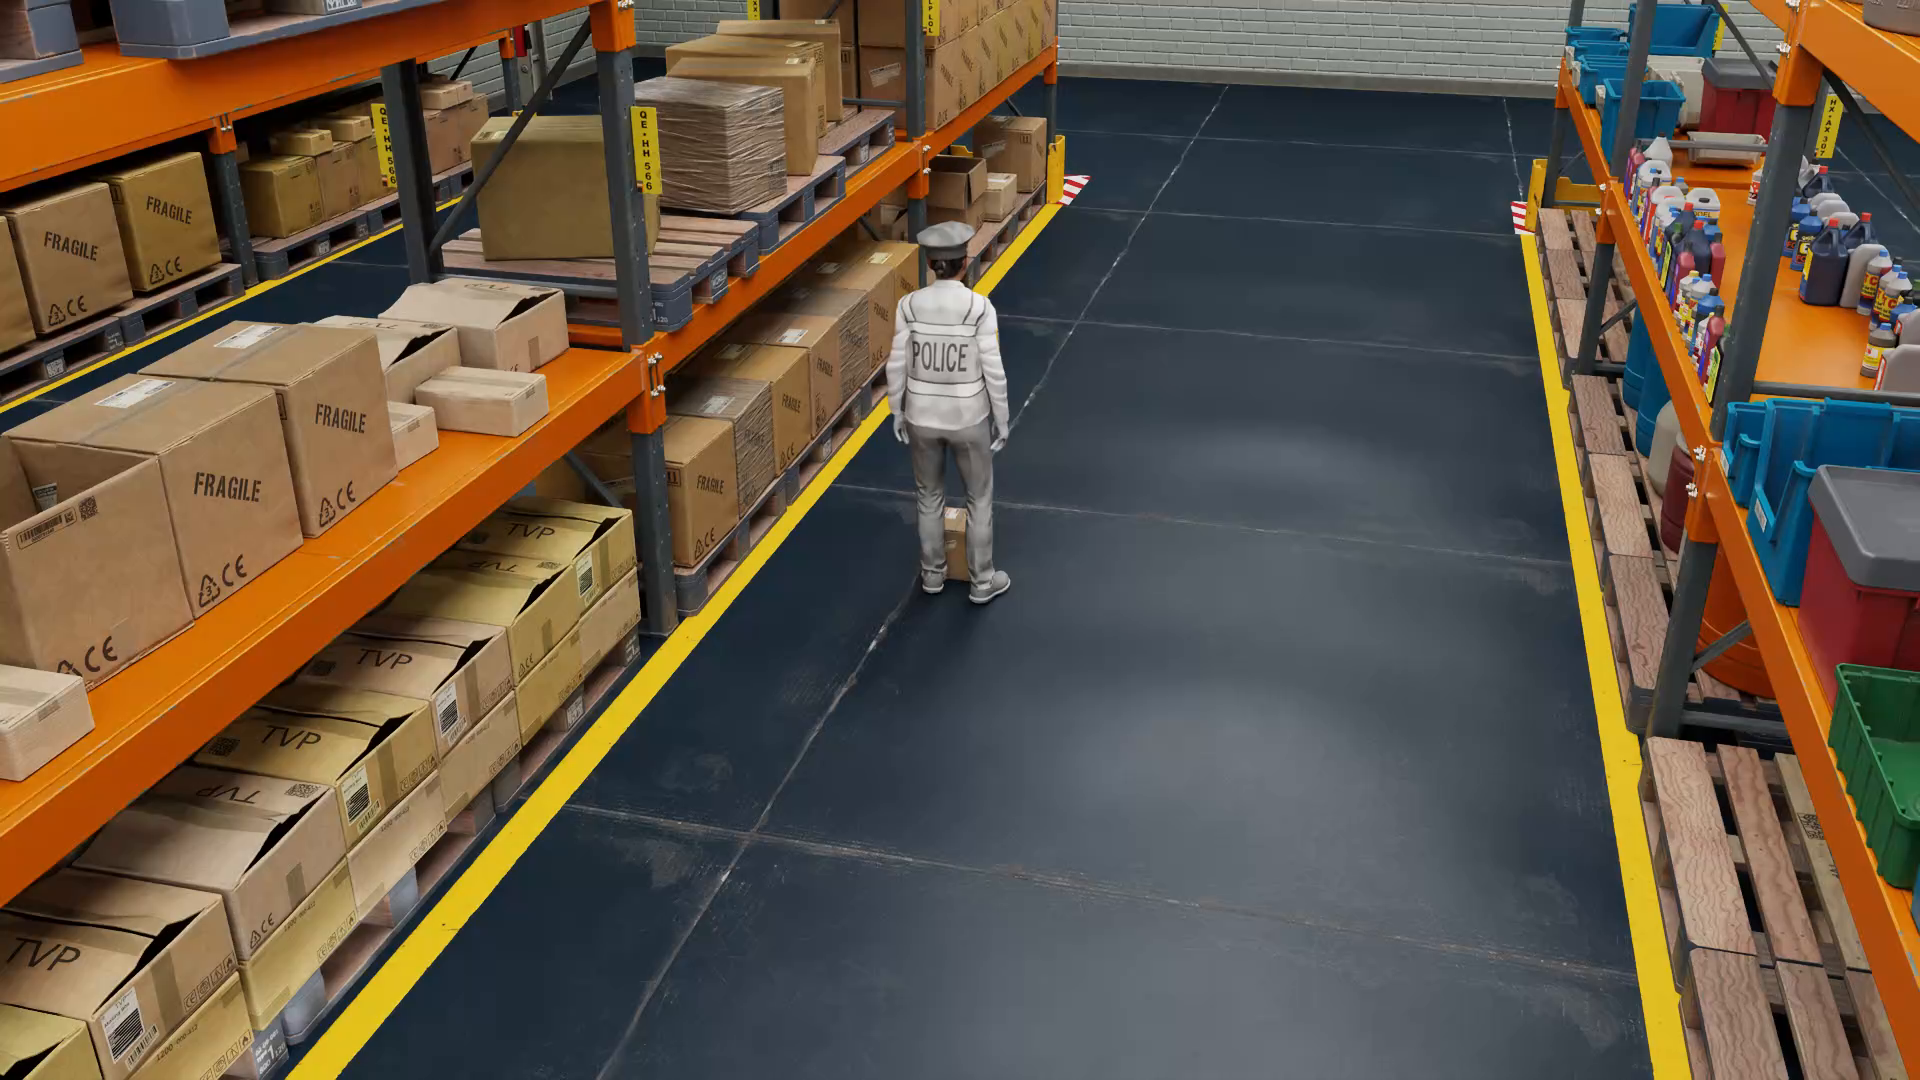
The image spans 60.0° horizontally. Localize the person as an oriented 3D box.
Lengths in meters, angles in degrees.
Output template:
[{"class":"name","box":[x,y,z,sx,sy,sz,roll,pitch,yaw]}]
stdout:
[{"class":"person","box":[-0.046,-0.525,7.208,0.533,1.663,0.404,6,26,12]}]
